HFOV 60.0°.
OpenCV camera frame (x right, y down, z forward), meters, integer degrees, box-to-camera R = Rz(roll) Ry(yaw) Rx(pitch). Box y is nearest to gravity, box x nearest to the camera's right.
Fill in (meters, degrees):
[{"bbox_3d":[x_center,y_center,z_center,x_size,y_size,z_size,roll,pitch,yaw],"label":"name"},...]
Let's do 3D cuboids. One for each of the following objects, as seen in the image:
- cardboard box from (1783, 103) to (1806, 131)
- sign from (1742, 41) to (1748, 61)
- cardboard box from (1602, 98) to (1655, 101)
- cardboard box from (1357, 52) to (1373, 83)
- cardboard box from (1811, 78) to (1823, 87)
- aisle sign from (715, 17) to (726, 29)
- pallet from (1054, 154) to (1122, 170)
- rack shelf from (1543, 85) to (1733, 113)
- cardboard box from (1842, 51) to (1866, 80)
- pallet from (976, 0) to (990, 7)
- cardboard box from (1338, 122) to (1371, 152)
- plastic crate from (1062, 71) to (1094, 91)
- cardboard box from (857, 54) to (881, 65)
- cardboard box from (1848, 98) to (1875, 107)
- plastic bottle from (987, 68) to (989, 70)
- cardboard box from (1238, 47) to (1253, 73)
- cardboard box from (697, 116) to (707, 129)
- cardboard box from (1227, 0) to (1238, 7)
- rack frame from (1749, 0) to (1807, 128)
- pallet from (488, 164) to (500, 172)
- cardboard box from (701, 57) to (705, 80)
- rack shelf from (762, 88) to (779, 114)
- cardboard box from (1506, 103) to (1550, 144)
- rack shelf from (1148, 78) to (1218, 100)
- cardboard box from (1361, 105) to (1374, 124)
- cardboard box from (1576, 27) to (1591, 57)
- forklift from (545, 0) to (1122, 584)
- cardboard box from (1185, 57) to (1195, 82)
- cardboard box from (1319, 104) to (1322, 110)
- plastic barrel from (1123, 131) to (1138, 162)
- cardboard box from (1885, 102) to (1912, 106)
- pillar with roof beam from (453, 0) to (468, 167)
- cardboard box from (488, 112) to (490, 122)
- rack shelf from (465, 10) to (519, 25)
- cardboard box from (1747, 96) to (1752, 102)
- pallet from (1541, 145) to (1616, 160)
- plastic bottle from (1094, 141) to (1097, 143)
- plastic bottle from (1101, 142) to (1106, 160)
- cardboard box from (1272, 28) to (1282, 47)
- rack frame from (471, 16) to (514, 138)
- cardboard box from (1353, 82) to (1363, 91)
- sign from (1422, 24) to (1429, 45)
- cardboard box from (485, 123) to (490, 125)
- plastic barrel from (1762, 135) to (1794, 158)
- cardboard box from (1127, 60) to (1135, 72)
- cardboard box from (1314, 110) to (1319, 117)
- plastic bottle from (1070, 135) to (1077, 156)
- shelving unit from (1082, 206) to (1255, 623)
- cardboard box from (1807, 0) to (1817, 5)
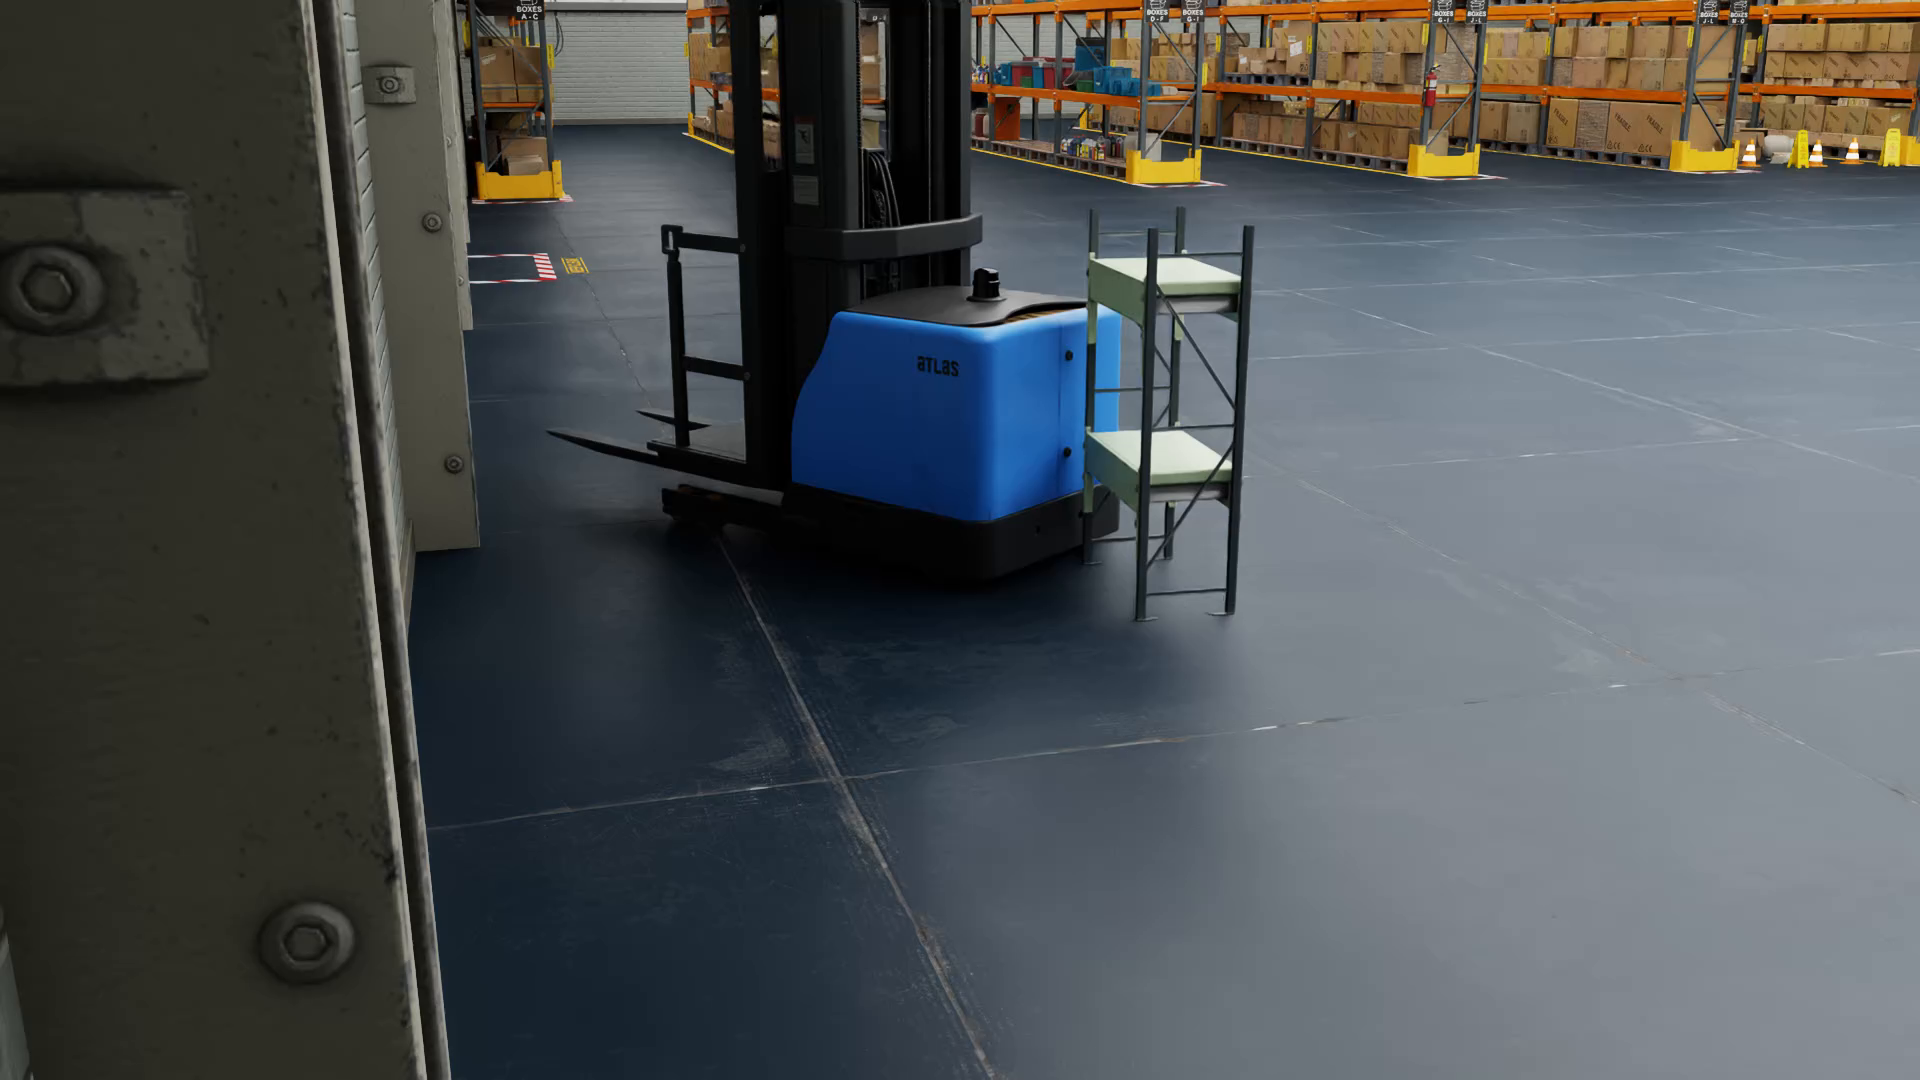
[{"bbox_3d":[16.530,-8.280,32.548,0.500,0.500,0.500,-4,17,-13],"label":"cardboard box"},{"bbox_3d":[13.372,-8.337,28.350,0.100,0.325,0.005,-5,17,-15],"label":"sign"},{"bbox_3d":[15.260,-9.856,38.011,0.875,0.875,0.875,-5,17,-16],"label":"cardboard box"},{"bbox_3d":[7.440,-8.232,28.954,0.875,0.500,0.500,-5,17,-15],"label":"cardboard box"},{"bbox_3d":[16.590,-8.781,31.906,0.380,0.149,0.250,-5,17,-15],"label":"cardboard box"},{"bbox_3d":[-5.608,-12.410,39.032,0.394,0.787,0.004,-5,17,-15],"label":"aisle sign"},{"bbox_3d":[2.323,-6.668,29.285,1.003,0.211,1.213,-5,17,-15],"label":"pallet"},{"bbox_3d":[12.287,-8.051,30.291,1.077,0.370,4.000,-5,17,-15],"label":"rack shelf"},{"bbox_3d":[16.887,-8.858,31.035,0.500,0.500,0.500,-5,17,-16],"label":"cardboard box"},{"bbox_3d":[0.963,-10.865,33.522,1.003,0.211,1.213,-5,17,-15],"label":"pallet"},{"bbox_3d":[7.177,-7.317,30.211,0.500,0.500,0.500,1,17,2],"label":"cardboard box"},{"bbox_3d":[2.200,-8.008,29.006,0.767,0.338,0.504,-5,17,-15],"label":"plastic crate"},{"bbox_3d":[-1.387,-7.180,24.840,0.380,0.149,0.250,-5,17,-16],"label":"cardboard box"},{"bbox_3d":[16.866,-8.183,31.097,0.380,0.149,0.250,-4,17,-14],"label":"cardboard box"},{"bbox_3d":[0.638,-10.022,35.819,0.152,0.276,0.135,-5,17,-15],"label":"plastic bottle"},{"bbox_3d":[6.028,-9.794,33.938,0.500,0.500,0.500,-7,18,-22],"label":"cardboard box"},{"bbox_3d":[-5.732,-9.566,38.099,0.500,0.250,0.500,-5,17,-15],"label":"cardboard box"},{"bbox_3d":[5.726,-10.906,33.590,0.500,0.250,0.500,-4,17,-14],"label":"cardboard box"},{"bbox_3d":[16.469,-9.368,33.425,1.000,3.000,0.127,-5,17,-15],"label":"rack frame"},{"bbox_3d":[-7.129,-5.891,26.697,1.003,0.211,1.213,-5,17,-15],"label":"pallet"},{"bbox_3d":[-5.455,-10.465,36.905,0.500,0.500,0.500,-4,17,-14],"label":"cardboard box"},{"bbox_3d":[-3.135,-8.011,30.158,1.077,0.370,4.000,-5,17,-15],"label":"rack shelf"},{"bbox_3d":[11.480,-8.237,32.840,1.050,0.750,0.750,-5,17,-16],"label":"cardboard box"},{"bbox_3d":[5.292,-9.900,36.445,1.077,0.370,4.000,-5,17,-15],"label":"rack shelf"},{"bbox_3d":[9.634,-9.794,38.458,0.500,0.500,0.500,-4,17,-13],"label":"cardboard box"},{"bbox_3d":[12.068,-9.290,31.027,0.875,0.550,0.550,-5,17,-15],"label":"cardboard box"},{"bbox_3d":[-0.755,-1.553,7.528,3.031,2.935,1.130,13,21,37],"label":"forklift"},{"bbox_3d":[5.190,-10.137,35.813,0.500,0.500,0.500,-5,18,-17],"label":"cardboard box"},{"bbox_3d":[9.011,-10.574,40.631,0.380,0.149,0.250,-4,17,-13],"label":"cardboard box"},{"bbox_3d":[2.885,-6.411,27.174,0.421,0.512,0.421,0,17,0],"label":"plastic barrel"},{"bbox_3d":[20.672,-9.392,36.902,0.875,0.625,0.625,-5,18,-18],"label":"cardboard box"},{"bbox_3d":[-4.782,-11.302,29.434,9.100,9.000,0.400,-5,17,-15],"label":"pillar with roof beam"},{"bbox_3d":[-8.995,-8.379,33.139,0.750,0.750,0.750,-4,17,-14],"label":"cardboard box"},{"bbox_3d":[-8.996,-10.161,32.102,1.077,0.370,4.000,-5,17,-15],"label":"rack shelf"},{"bbox_3d":[19.406,-10.740,40.480,0.380,0.149,0.250,-5,17,-15],"label":"cardboard box"},{"bbox_3d":[11.871,-7.397,31.709,1.003,0.211,1.213,-5,17,-15],"label":"pallet"},{"bbox_3d":[2.305,-6.692,28.486,0.152,0.276,0.135,-5,17,-15],"label":"plastic bottle"},{"bbox_3d":[2.410,-6.550,28.001,0.061,0.283,0.133,-5,17,-15],"label":"plastic bottle"},{"bbox_3d":[8.307,-12.792,42.395,0.500,0.500,0.500,-5,17,-16],"label":"cardboard box"},{"bbox_3d":[-10.645,-10.729,37.956,1.000,3.000,0.127,-5,17,-15],"label":"rack frame"},{"bbox_3d":[7.135,-7.967,29.198,0.380,0.149,0.250,-5,17,-15],"label":"cardboard box"},{"bbox_3d":[7.501,-8.146,26.793,0.100,0.325,0.005,-5,17,-15],"label":"sign"},{"bbox_3d":[-8.169,-7.183,29.731,0.700,0.500,0.500,-5,17,-15],"label":"cardboard box"},{"bbox_3d":[15.545,-7.479,31.616,0.512,0.421,0.421,7,18,23],"label":"plastic barrel"},{"bbox_3d":[4.224,-11.112,38.975,0.500,0.250,0.500,-4,17,-14],"label":"cardboard box"},{"bbox_3d":[8.906,-10.494,40.883,0.380,0.149,0.250,-4,17,-14],"label":"cardboard box"},{"bbox_3d":[2.001,-6.879,28.978,0.144,0.351,0.185,-4,17,-14],"label":"plastic bottle"},{"bbox_3d":[0.796,-0.519,6.573,0.431,1.500,0.755,-4,17,-12],"label":"shelving unit"},{"bbox_3d":[16.542,-10.370,31.982,0.380,0.149,0.250,-4,17,-14],"label":"cardboard box"}]
